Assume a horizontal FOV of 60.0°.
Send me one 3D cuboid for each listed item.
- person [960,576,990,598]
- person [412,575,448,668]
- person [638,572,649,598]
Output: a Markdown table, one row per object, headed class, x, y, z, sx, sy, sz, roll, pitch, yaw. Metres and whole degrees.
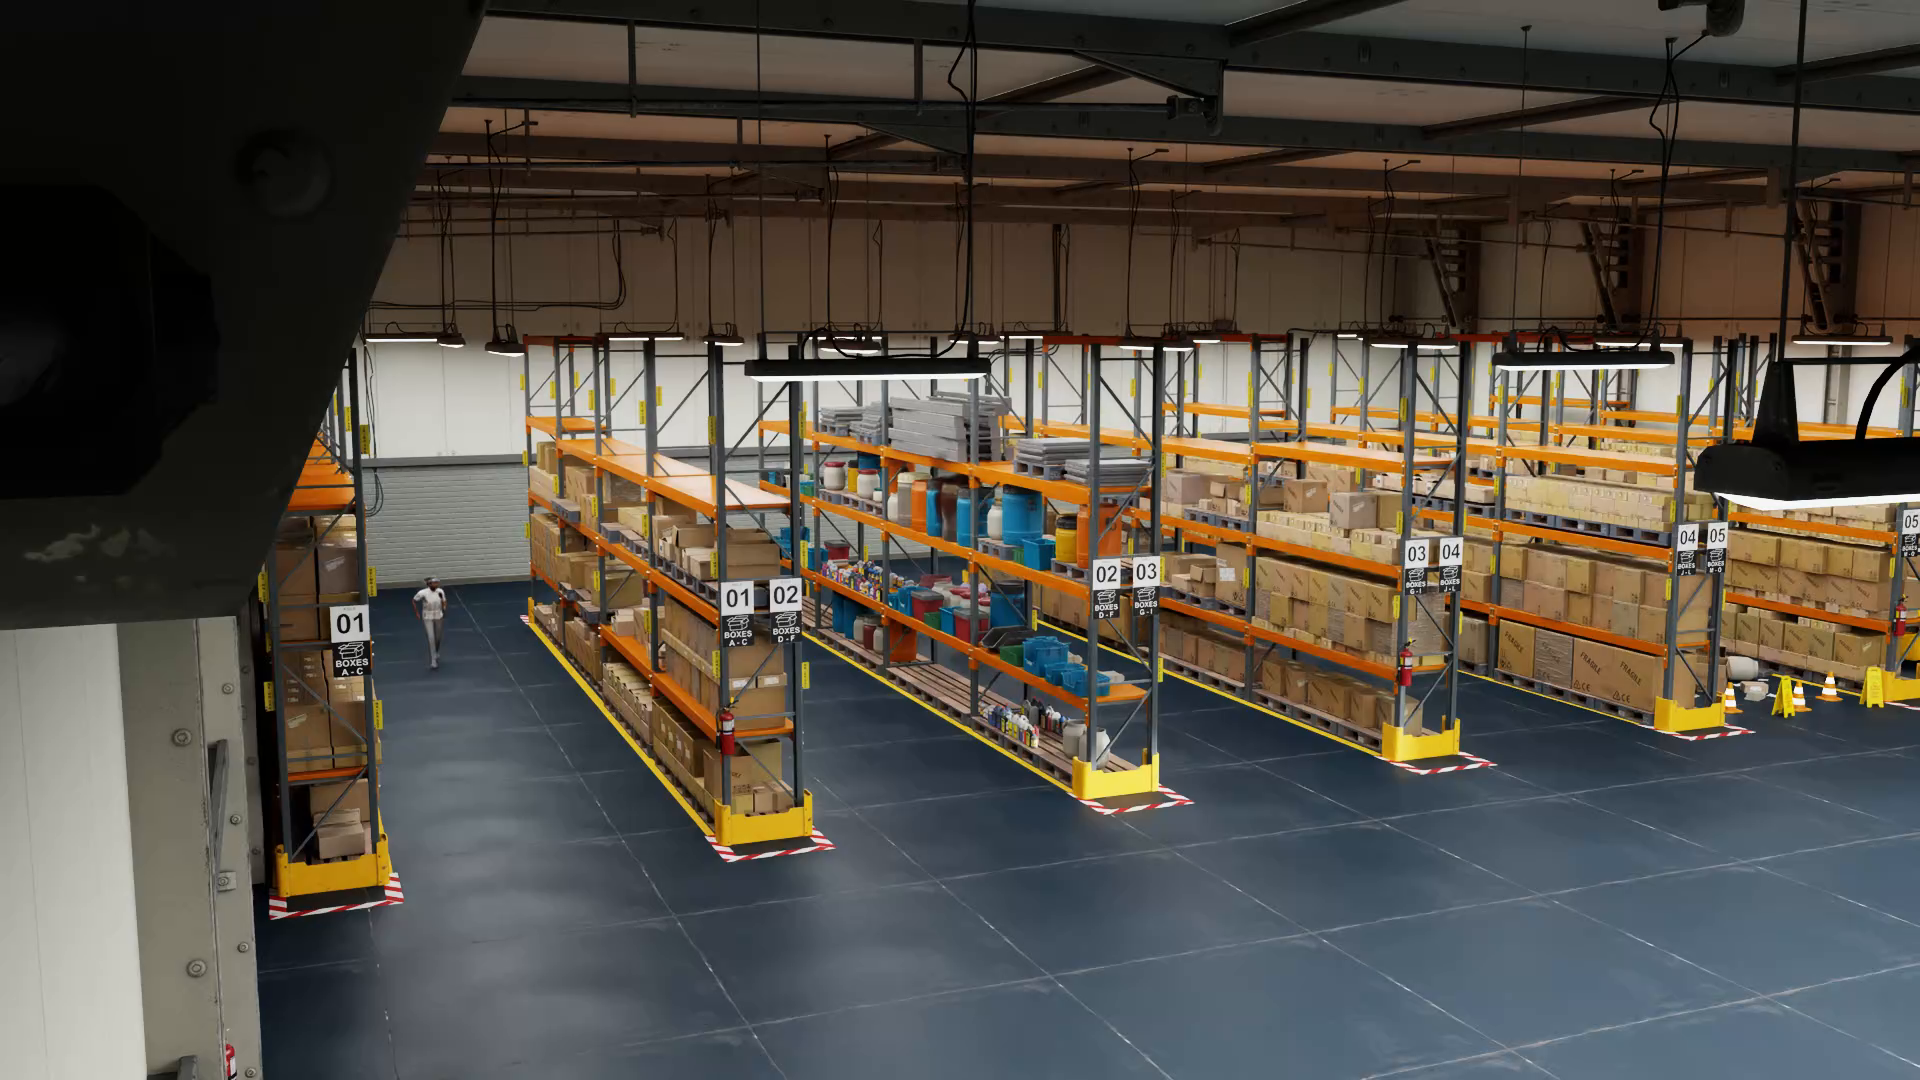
| class | x | y | z | sx | sy | sz | roll | pitch | yaw |
| --- | --- | --- | --- | --- | --- | --- | --- | --- | --- |
| person | 0.285 | 1.332 | 30.703 | 0.609 | 1.542 | 1.031 | -3 | 8 | -21 |
| person | -9.668 | 1.441 | 30.396 | 0.628 | 1.645 | 1.028 | -3 | 8 | -22 |
| person | -6.780 | 0.820 | 35.457 | 0.536 | 1.621 | 1.064 | -4 | 8 | -26 |
